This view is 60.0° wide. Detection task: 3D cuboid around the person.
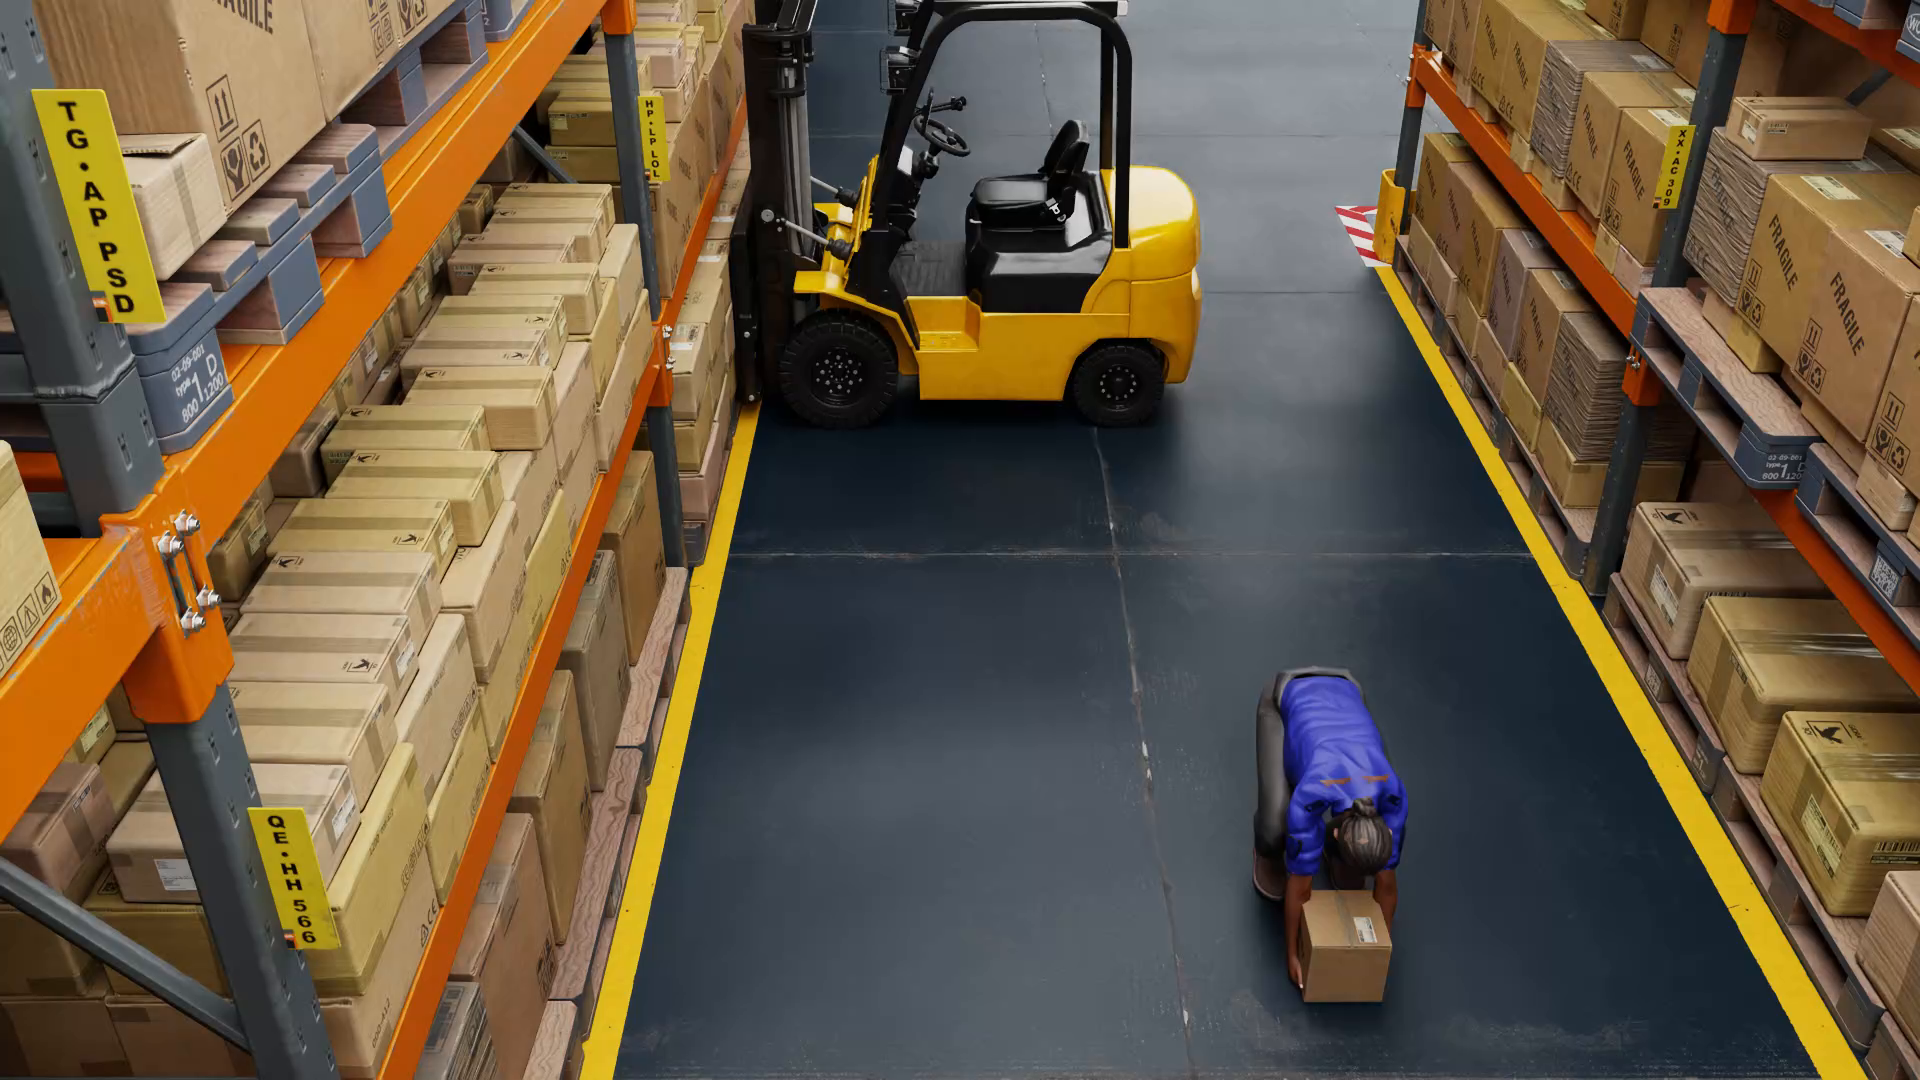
[{"bbox_3d":[1.219,0.919,5.484,0.472,0.803,0.870,-1,32,-2],"label":"person"}]
